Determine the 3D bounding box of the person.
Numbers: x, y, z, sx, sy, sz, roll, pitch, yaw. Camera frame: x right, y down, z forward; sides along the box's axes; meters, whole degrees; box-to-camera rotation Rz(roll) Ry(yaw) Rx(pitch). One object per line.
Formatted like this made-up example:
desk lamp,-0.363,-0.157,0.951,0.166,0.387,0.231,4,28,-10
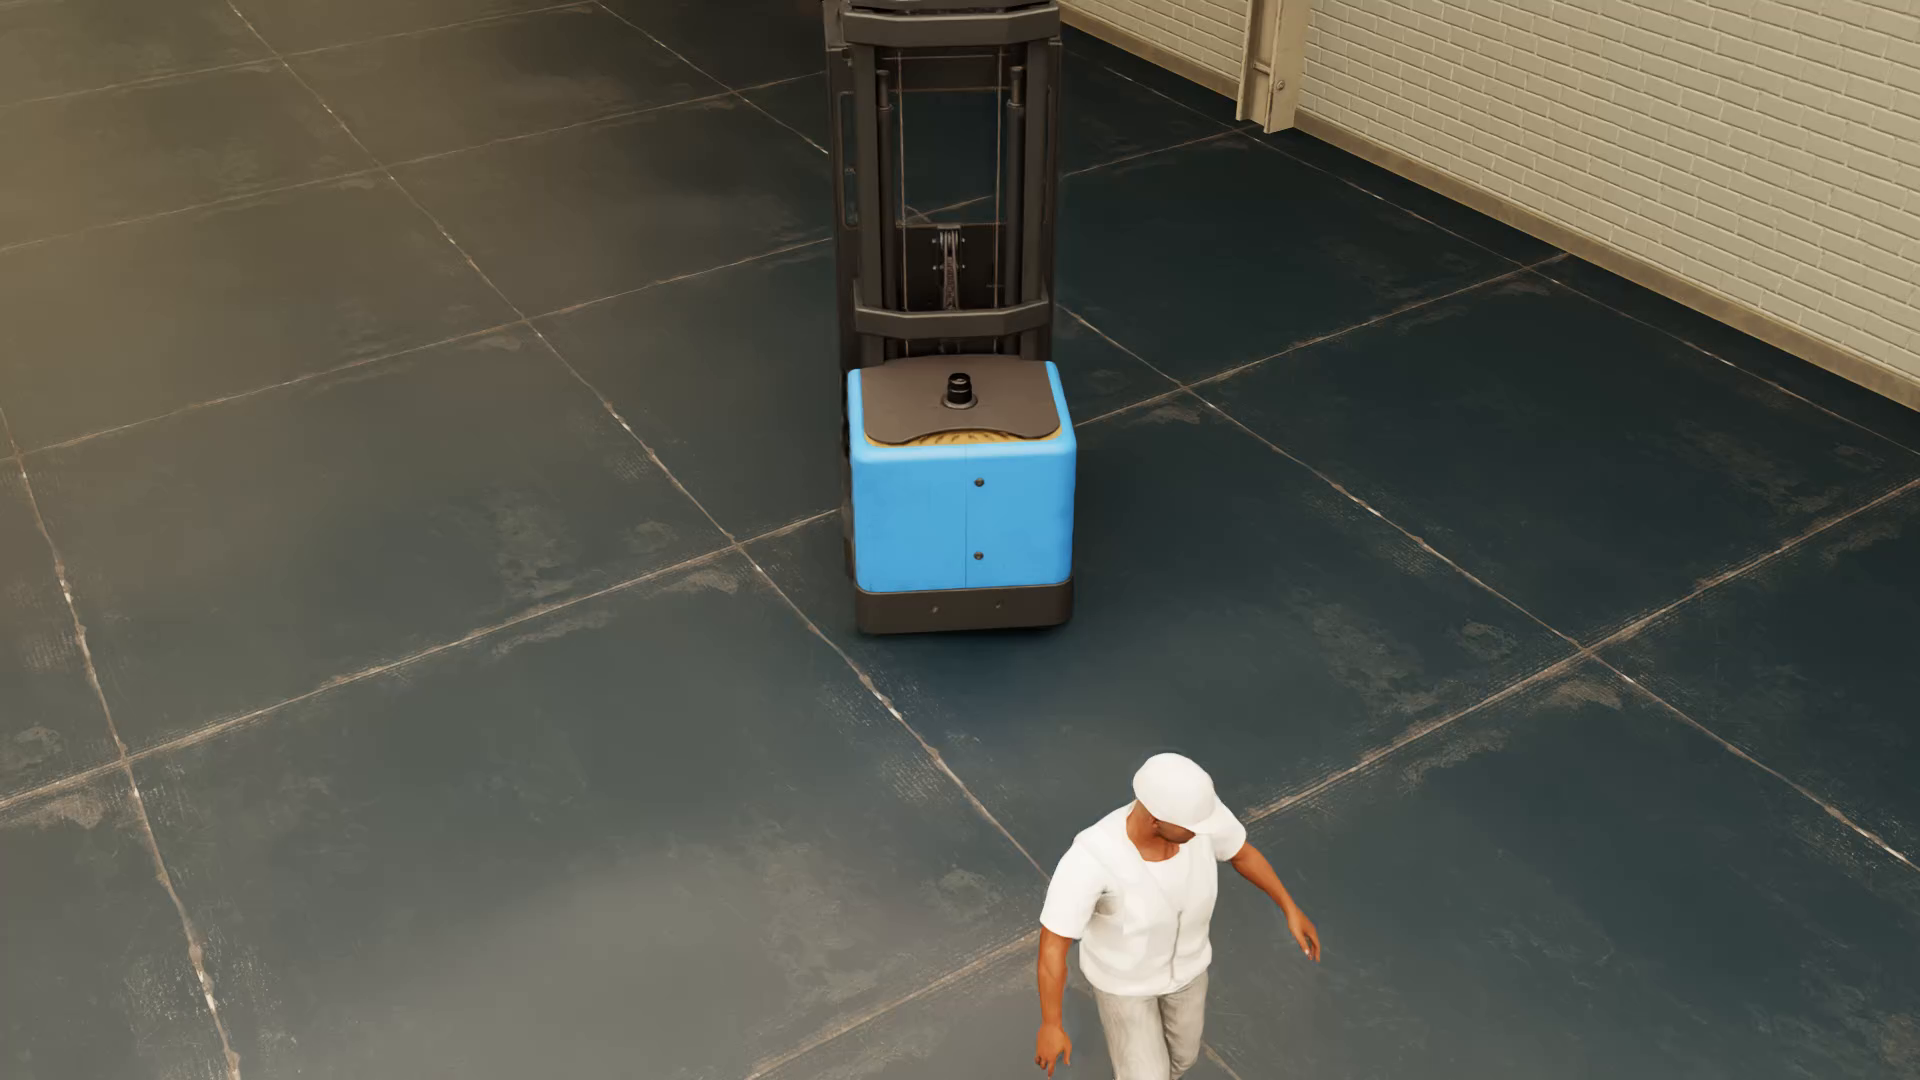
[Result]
person,0.629,1.384,5.248,0.966,1.785,0.497,-17,39,-23

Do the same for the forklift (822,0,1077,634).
forklift,-0.095,-1.578,8.393,1.130,2.935,3.031,-3,35,-4
